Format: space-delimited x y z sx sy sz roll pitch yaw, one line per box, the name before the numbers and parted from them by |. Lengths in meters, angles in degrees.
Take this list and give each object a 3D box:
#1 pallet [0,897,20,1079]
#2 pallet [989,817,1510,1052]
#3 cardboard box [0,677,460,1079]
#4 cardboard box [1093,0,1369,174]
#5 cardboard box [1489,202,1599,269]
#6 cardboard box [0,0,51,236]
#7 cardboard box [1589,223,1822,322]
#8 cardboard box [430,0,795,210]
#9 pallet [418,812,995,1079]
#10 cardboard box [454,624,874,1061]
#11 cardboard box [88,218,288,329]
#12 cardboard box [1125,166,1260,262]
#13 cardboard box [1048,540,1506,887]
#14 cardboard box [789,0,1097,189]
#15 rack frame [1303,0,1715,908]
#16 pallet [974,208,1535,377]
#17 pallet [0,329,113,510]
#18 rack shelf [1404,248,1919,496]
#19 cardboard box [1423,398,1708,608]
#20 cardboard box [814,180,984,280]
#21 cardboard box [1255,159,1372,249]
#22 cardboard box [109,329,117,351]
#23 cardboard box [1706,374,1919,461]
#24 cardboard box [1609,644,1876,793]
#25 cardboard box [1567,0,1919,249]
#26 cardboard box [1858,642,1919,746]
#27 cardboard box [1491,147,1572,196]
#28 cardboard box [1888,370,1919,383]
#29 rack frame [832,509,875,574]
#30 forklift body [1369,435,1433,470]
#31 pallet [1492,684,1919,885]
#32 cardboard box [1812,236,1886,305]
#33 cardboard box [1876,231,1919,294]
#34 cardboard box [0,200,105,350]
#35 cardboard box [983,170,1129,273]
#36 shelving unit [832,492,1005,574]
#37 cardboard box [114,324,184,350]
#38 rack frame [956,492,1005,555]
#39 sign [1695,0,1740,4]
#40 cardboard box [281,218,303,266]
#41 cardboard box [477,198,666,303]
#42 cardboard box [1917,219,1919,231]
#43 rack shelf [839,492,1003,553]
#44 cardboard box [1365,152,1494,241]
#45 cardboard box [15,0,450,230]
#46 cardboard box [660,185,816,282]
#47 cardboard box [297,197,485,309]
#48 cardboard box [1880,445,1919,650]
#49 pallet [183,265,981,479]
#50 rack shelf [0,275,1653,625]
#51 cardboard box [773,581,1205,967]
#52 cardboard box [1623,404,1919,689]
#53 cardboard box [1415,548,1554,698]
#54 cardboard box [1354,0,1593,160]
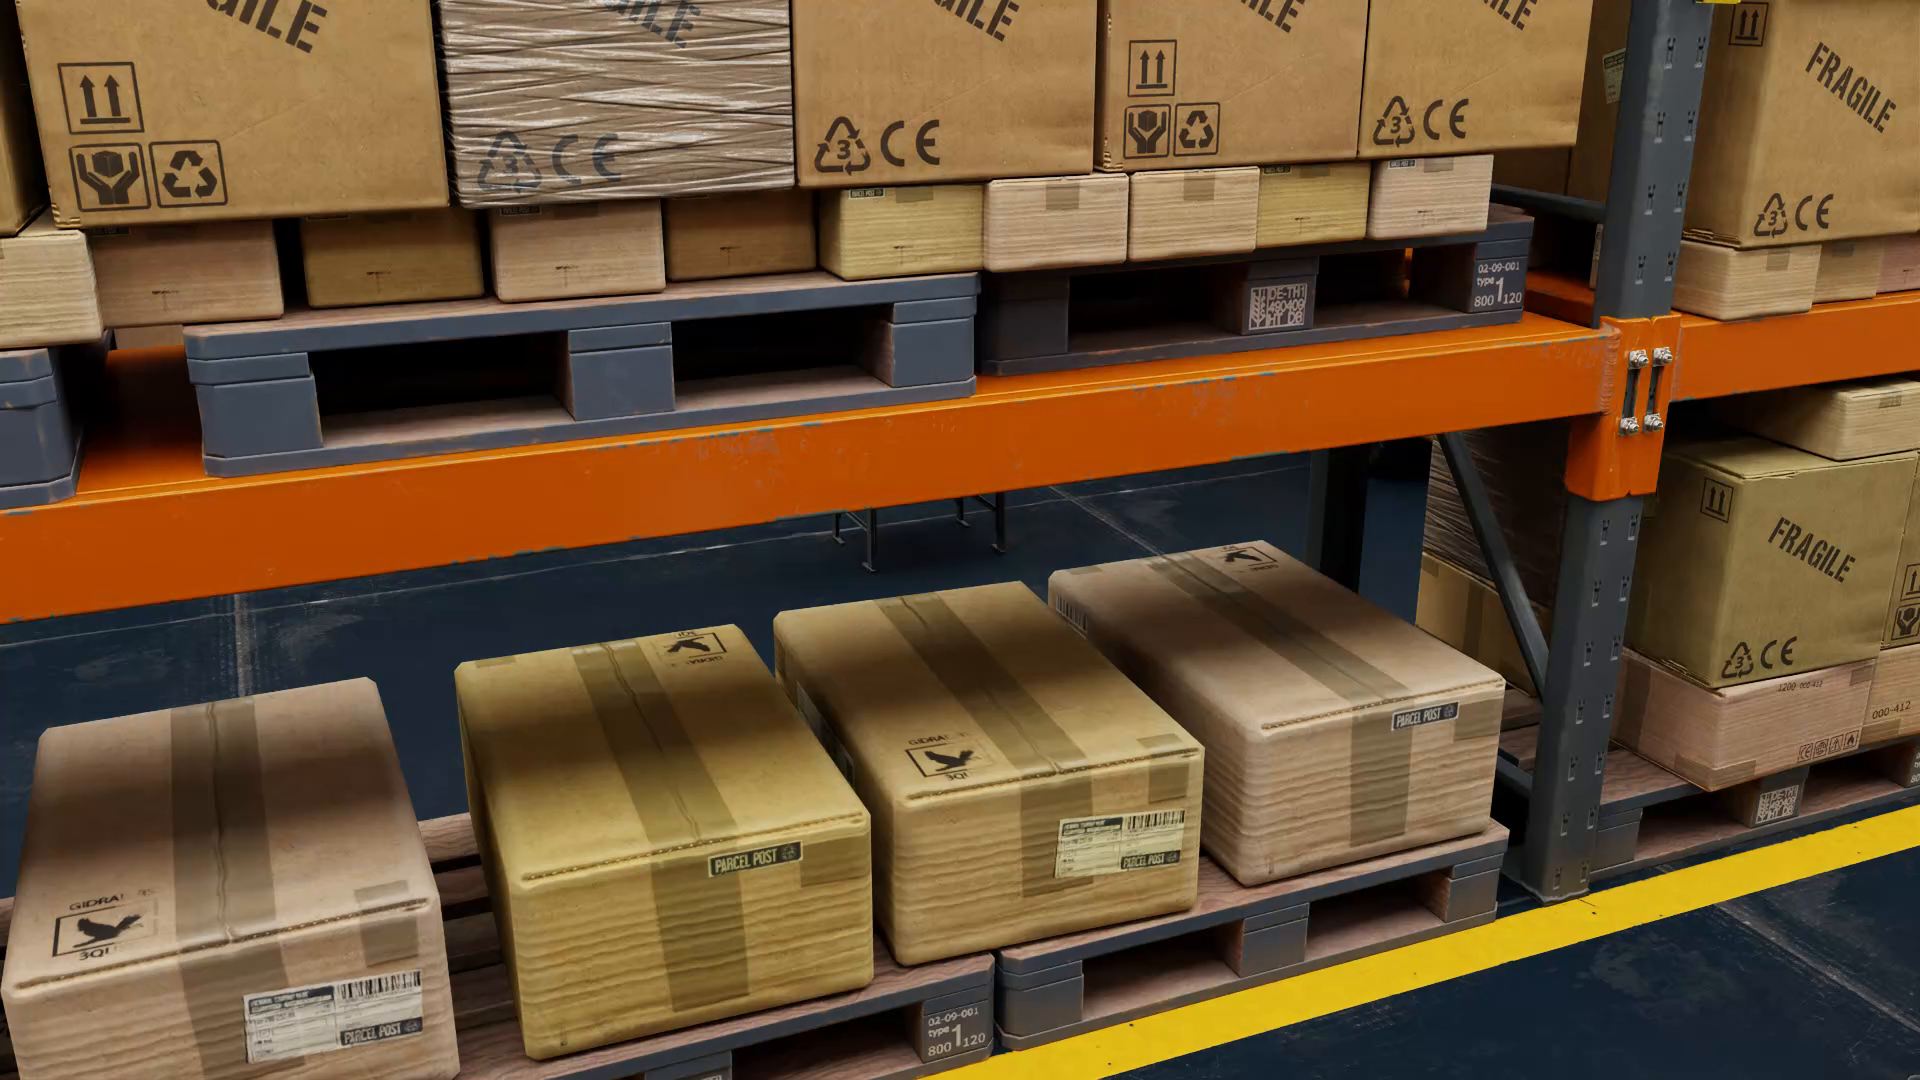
pallet | -1.794 0.982 2.916 1.213 0.211 1.003 -8 21 -22
pallet | 0.446 0.661 3.828 1.213 0.211 1.003 -8 21 -22
cardboard box | -1.315 0.639 3.014 0.625 0.372 0.950 -9 21 -23
cardboard box | 0.373 -0.947 2.964 0.500 0.500 0.500 -8 21 -22
cardboard box | 1.335 -0.774 4.083 0.250 0.149 0.380 -8 21 -22
cardboard box | -1.532 -0.676 2.195 0.500 0.500 0.500 -7 21 -19
cardboard box | 1.577 -0.583 3.539 0.250 0.149 0.380 -8 21 -22
cardboard box | -0.584 -0.812 2.580 0.500 0.500 0.500 -9 21 -24
pallet | -0.676 0.822 3.369 1.213 0.211 1.003 -8 21 -22
cardboard box | -0.617 0.541 3.293 0.625 0.372 0.950 -7 21 -20
cardboard box | -1.147 -0.431 2.476 0.250 0.149 0.380 -7 21 -19
cardboard box | 0.326 -0.611 2.987 0.250 0.149 0.380 -9 21 -23
cardboard box | 0.680 0.354 3.826 0.625 0.372 0.950 -8 21 -21
cardboard box | -0.104 -0.881 2.776 0.500 0.500 0.500 -7 21 -20
rack frame | 1.161 -0.758 3.657 0.127 3.000 1.000 -8 21 -22
pallet | 0.401 -0.611 3.529 1.213 0.211 1.003 -8 21 -22
pallet | -1.900 -0.267 2.553 1.003 0.211 1.213 -8 21 -22
rack shelf | 2.997 -0.681 4.524 4.000 0.370 1.077 -8 21 -22
cardboard box | 1.598 -0.172 4.373 0.500 0.500 0.500 -8 21 -23
cardboard box | -0.145 -0.555 2.829 0.250 0.149 0.380 -8 21 -22
cardboard box | 0.548 -0.656 3.114 0.250 0.149 0.380 -9 21 -24
cardboard box | -3.904 -0.900 7.006 0.625 0.625 0.875 -7 21 -20
cardboard box | 1.948 -0.312 3.793 0.250 0.149 0.380 -8 21 -21
cardboard box | 1.809 0.346 4.031 0.500 0.250 0.500 -9 21 -24
cardboard box | 1.675 -0.918 3.514 0.500 0.500 0.500 -8 21 -22
cardboard box | 2.295 0.272 4.240 0.500 0.250 0.500 -7 21 -19
cardboard box | 1.470 -1.079 3.972 0.500 0.500 0.500 -9 21 -23
cardboard box | 2.419 -0.380 3.987 0.250 0.149 0.380 -7 21 -20
rack frame | -0.376 -0.937 5.520 0.015 2.100 0.400 -8 21 -22
forklift body | 1.845 -1.591 7.302 1.214 2.155 2.313 -8 21 -22
pallet | 1.763 0.459 4.402 1.213 0.211 1.003 -8 21 -22
cardboard box | 1.788 -0.632 3.678 0.250 0.149 0.380 -8 21 -20
cardboard box | 2.020 -0.676 3.804 0.250 0.149 0.380 -8 21 -22
cardboard box | -1.337 -0.376 2.319 0.250 0.149 0.380 -8 21 -22
cardboard box | 0.093 -0.577 2.889 0.250 0.149 0.380 -8 21 -21
shelving unit | -0.152 -0.969 5.611 0.503 2.100 0.431 -8 21 -22
cardboard box | -3.307 -0.989 7.257 0.625 0.625 0.875 -7 21 -20
rack frame | 0.072 -1.001 5.703 0.015 2.100 0.400 -8 21 -22
sign | 1.384 -1.135 2.985 0.005 0.325 0.100 -8 21 -22
cardboard box | -1.111 -0.596 2.943 0.250 0.149 0.380 -8 21 -22
cardboard box | -0.637 -0.495 2.657 0.250 0.149 0.380 -7 21 -20
cardboard box | 2.127 -0.991 3.722 0.500 0.500 0.500 -8 21 -22
rack shelf | -0.152 -0.295 5.848 0.480 0.518 0.431 -8 21 -22
cardboard box | 0.798 -0.685 3.198 0.250 0.149 0.380 -8 21 -21
cardboard box | -1.047 -0.748 2.400 0.500 0.500 0.500 -8 21 -21
cardboard box | -0.428 -0.552 2.820 0.250 0.149 0.380 -9 21 -24
cardboard box | -0.903 -0.480 2.616 0.250 0.149 0.380 -7 21 -20
cardboard box | 2.296 -0.082 4.116 0.500 0.500 0.500 -7 21 -20
pallet | -0.711 -0.414 2.969 1.213 0.211 1.003 -8 21 -22
rack shelf | -0.676 -0.155 3.029 4.000 0.370 1.077 -8 21 -22
cardboard box | 0.021 0.449 3.554 0.625 0.372 0.950 -7 21 -19
cardboard box | 1.809 -0.008 3.906 0.500 0.500 0.500 -7 21 -19
cardboard box | 1.597 0.182 4.498 0.500 0.250 0.500 -7 21 -19
cardboard box | 0.827 -1.012 3.150 0.500 0.500 0.500 -9 21 -23
